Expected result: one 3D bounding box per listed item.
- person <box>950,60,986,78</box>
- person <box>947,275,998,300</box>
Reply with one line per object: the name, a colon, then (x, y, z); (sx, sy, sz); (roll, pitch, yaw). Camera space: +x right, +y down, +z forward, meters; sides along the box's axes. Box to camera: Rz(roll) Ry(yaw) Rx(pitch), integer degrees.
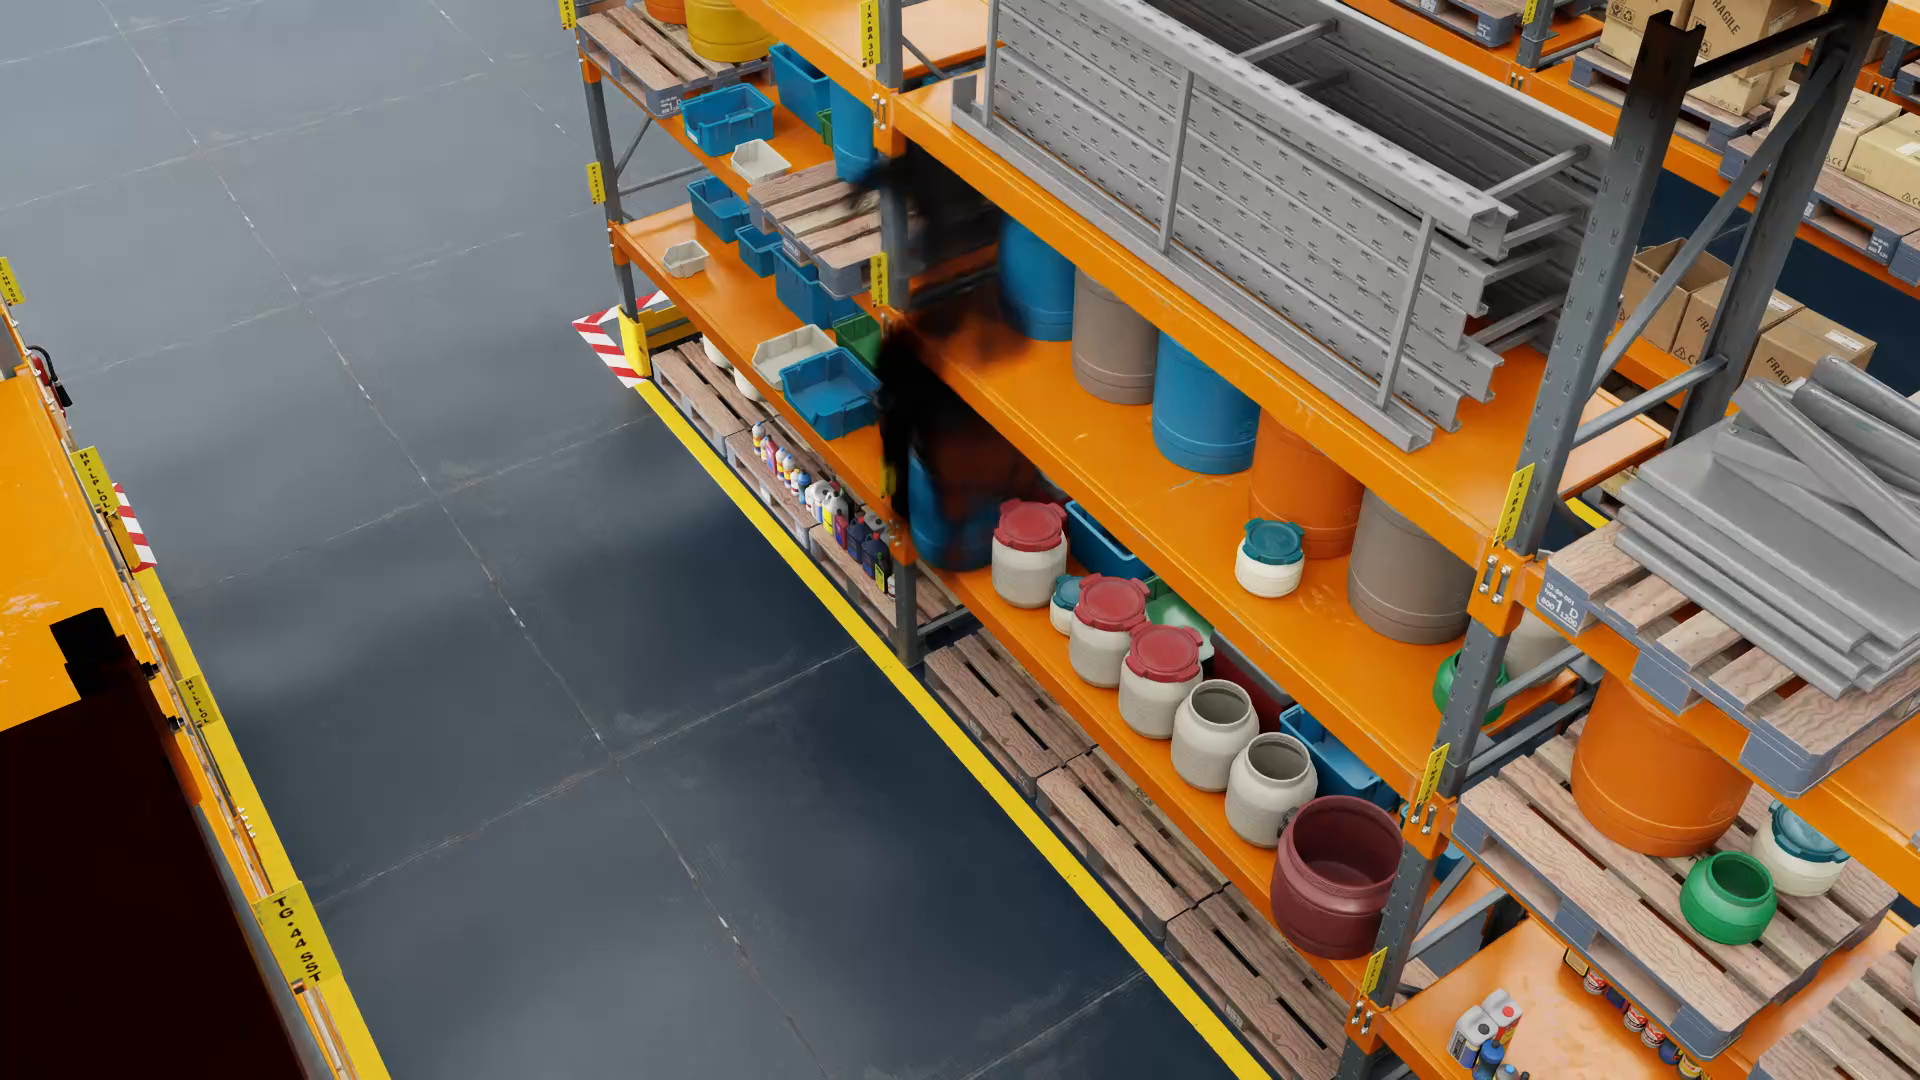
person: (0.040, -5.077, 15.993); (0.736, 1.802, 0.673); (-13, 44, -13)
person: (0.179, -1.671, 12.397); (0.616, 1.633, 0.599); (-27, 49, -27)
